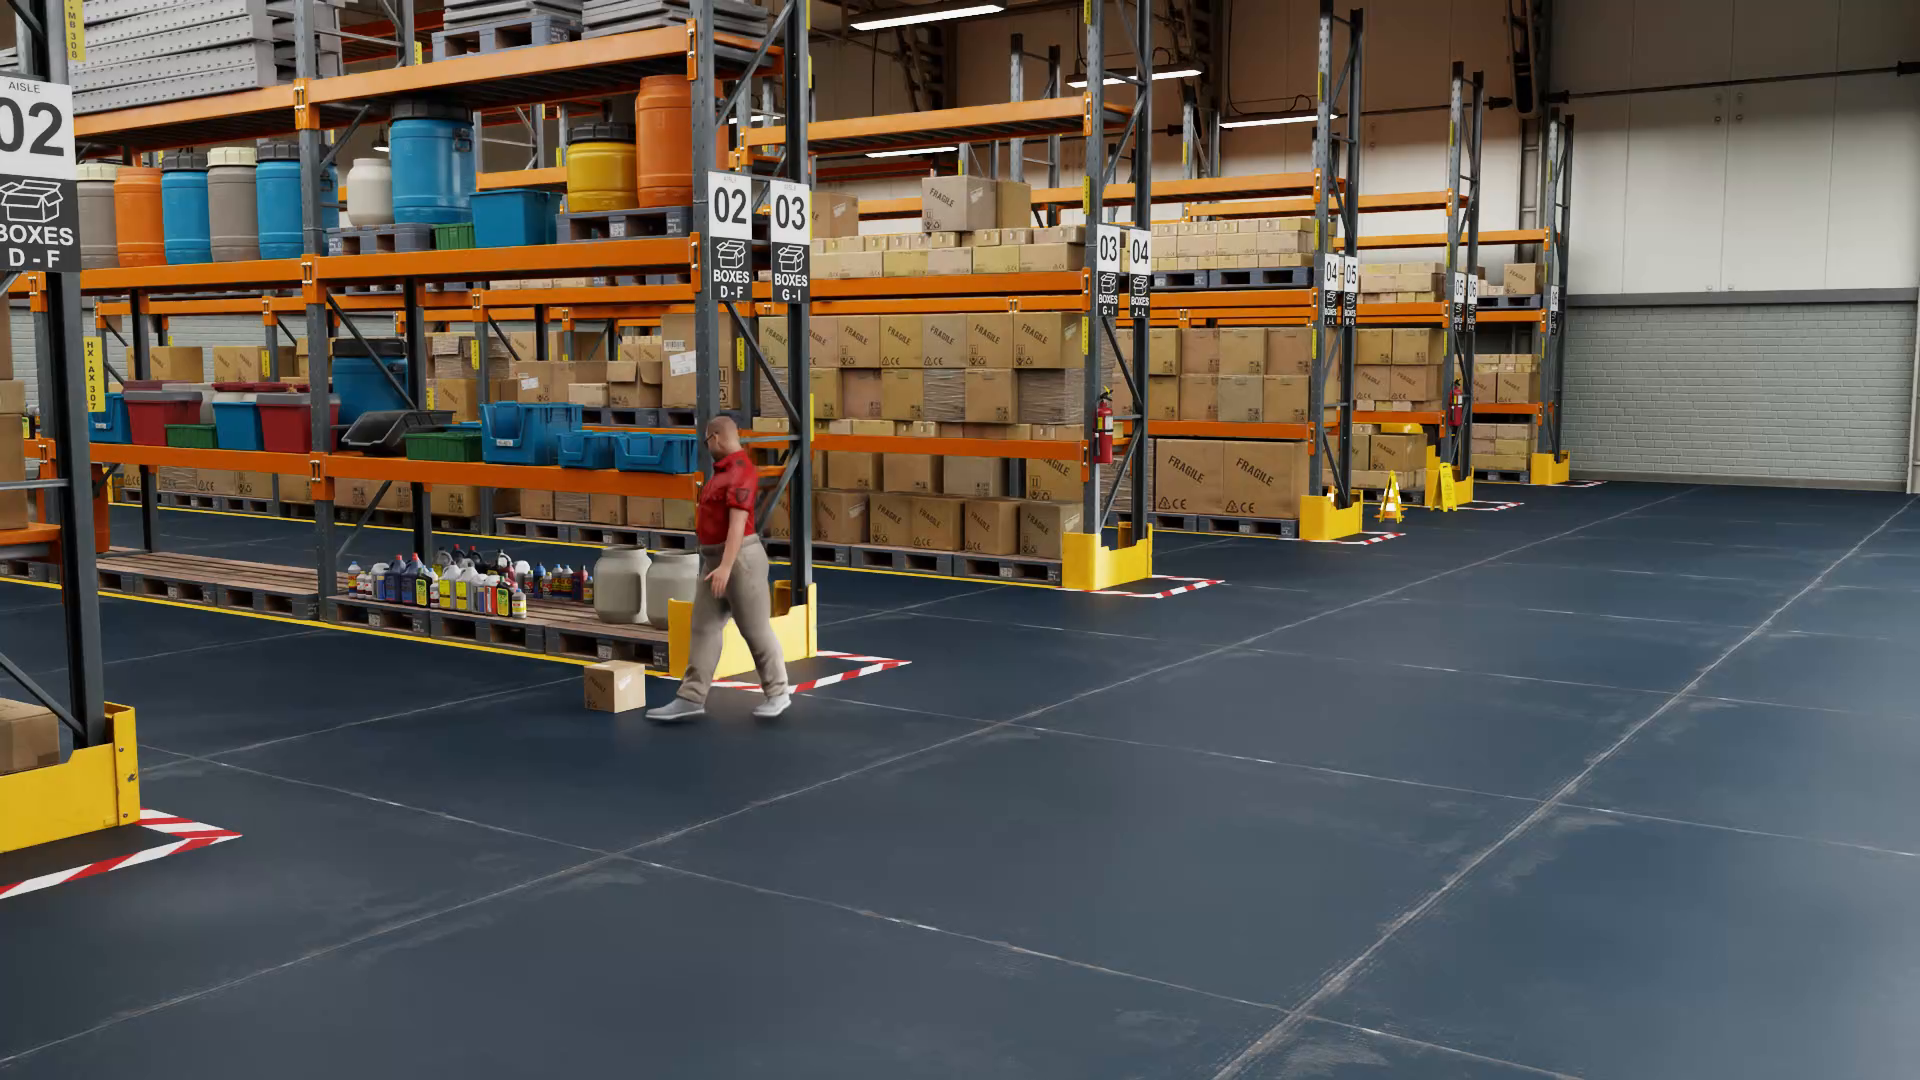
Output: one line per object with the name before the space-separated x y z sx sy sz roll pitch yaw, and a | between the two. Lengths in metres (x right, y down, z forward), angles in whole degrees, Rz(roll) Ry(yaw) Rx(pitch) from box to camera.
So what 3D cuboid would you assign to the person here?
person | -1.323 0.162 9.274 0.817 1.699 0.656 -4 7 -31
